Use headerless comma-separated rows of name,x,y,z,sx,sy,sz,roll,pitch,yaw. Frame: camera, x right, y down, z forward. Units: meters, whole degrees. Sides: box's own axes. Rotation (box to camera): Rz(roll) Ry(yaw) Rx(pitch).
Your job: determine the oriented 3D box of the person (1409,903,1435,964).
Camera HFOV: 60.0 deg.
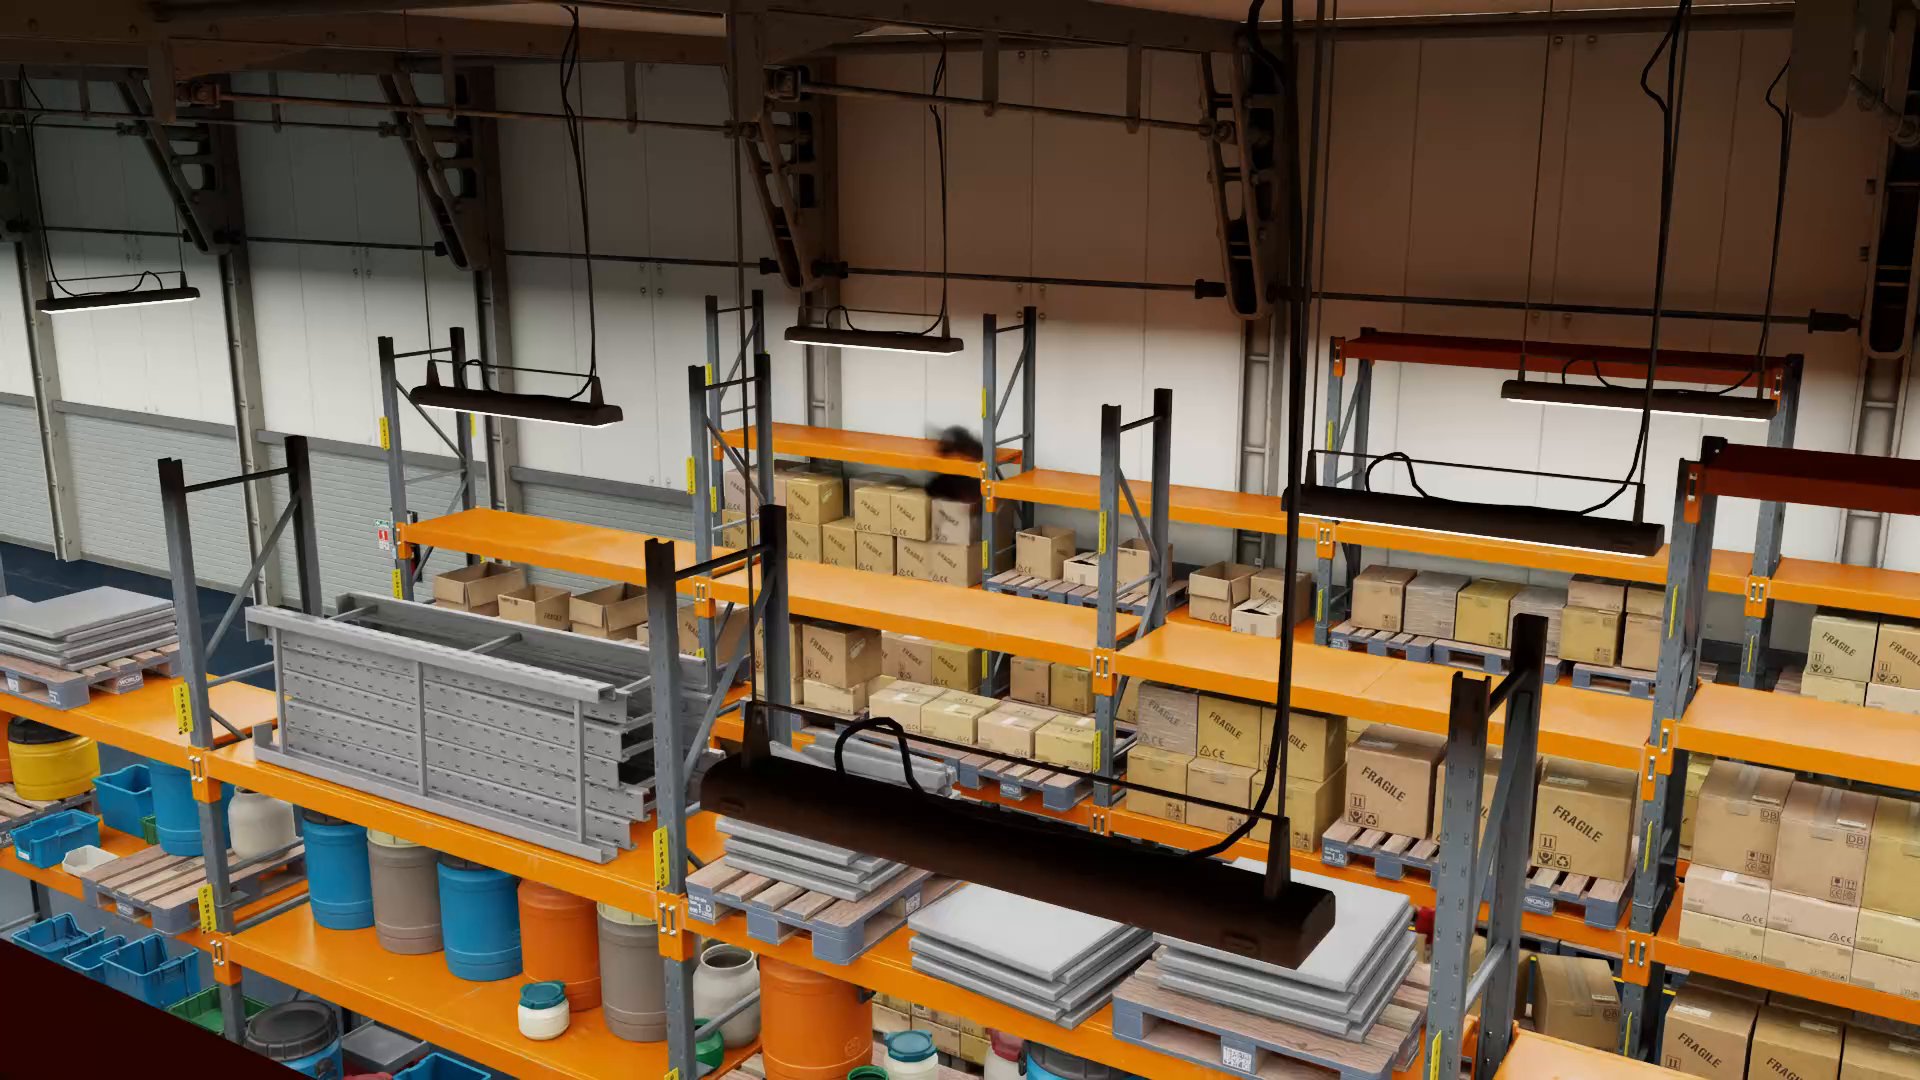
person,4.222,3.696,14.708,0.762,1.787,0.642,6,15,25
